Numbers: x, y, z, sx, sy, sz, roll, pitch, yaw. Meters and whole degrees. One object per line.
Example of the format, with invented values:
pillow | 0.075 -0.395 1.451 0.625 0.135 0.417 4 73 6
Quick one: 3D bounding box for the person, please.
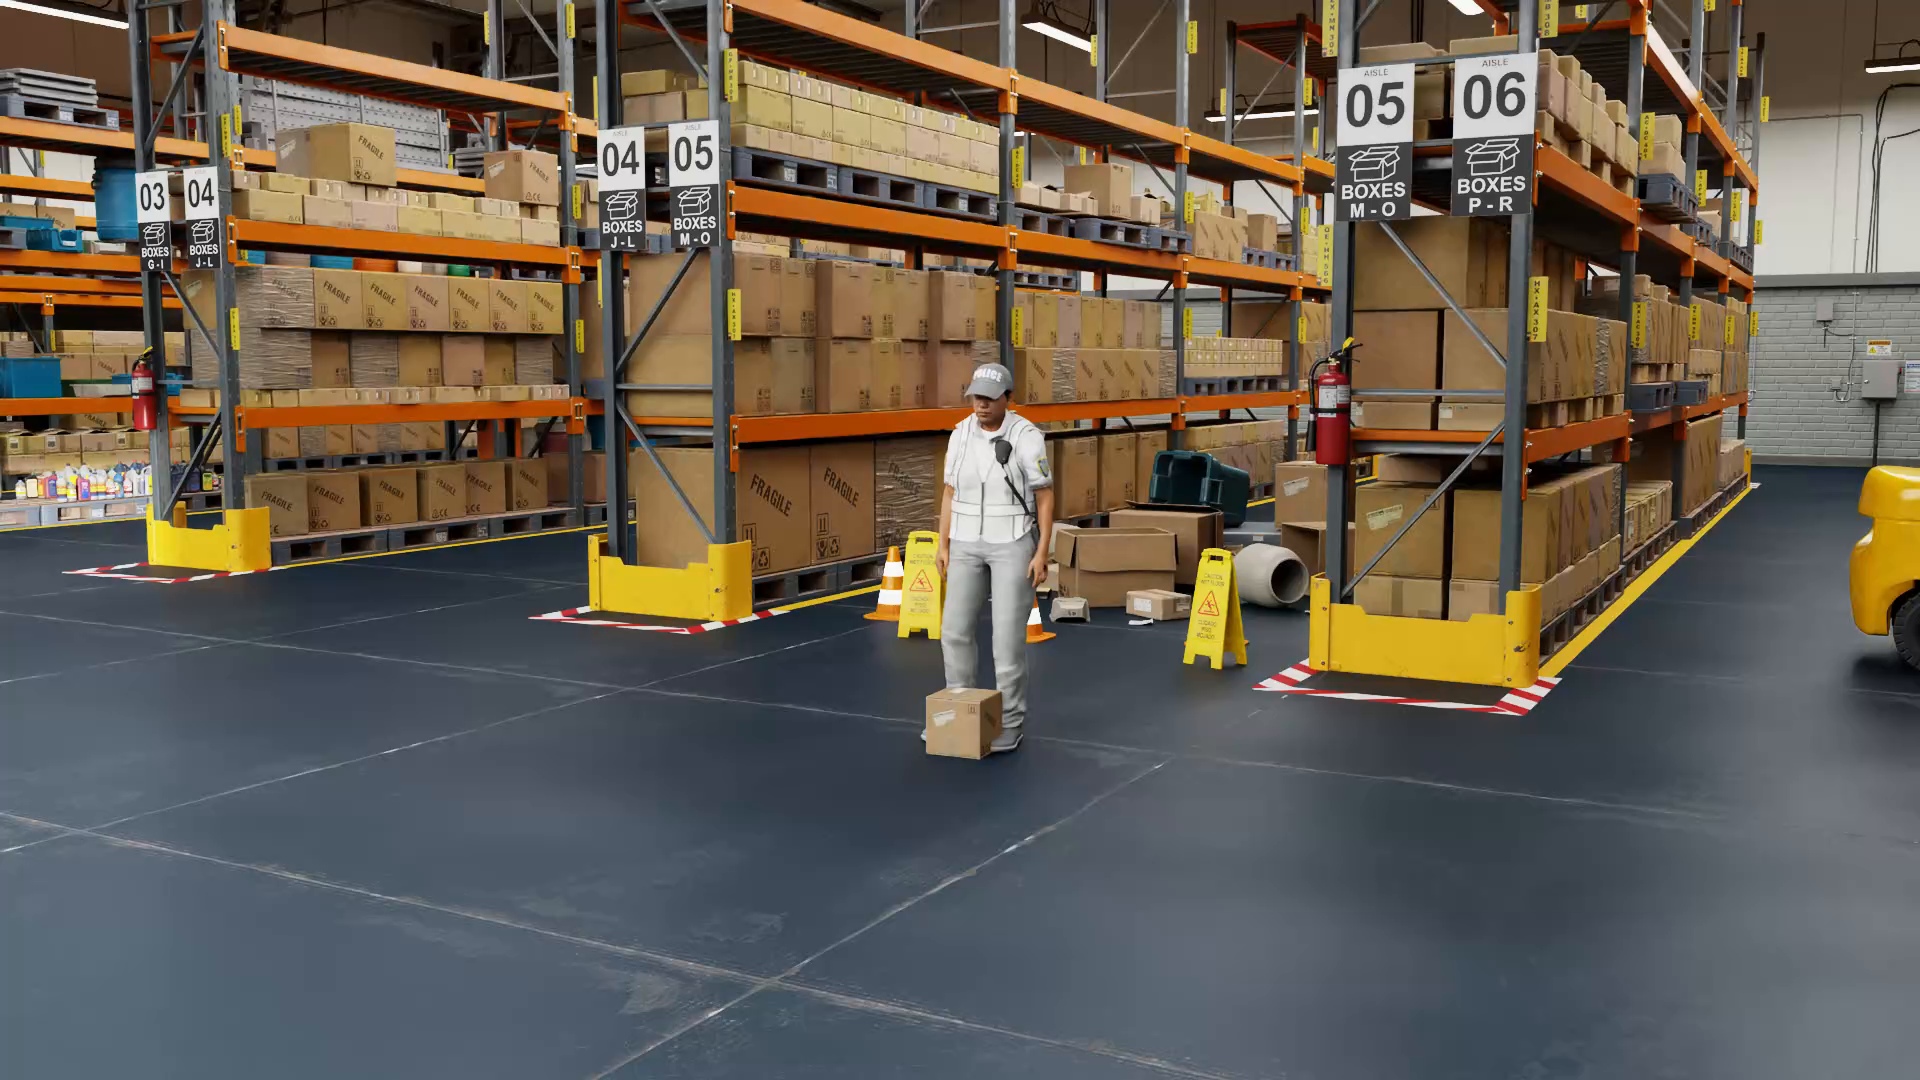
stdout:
person | 0.126 0.061 7.264 0.563 1.666 0.469 3 7 25
